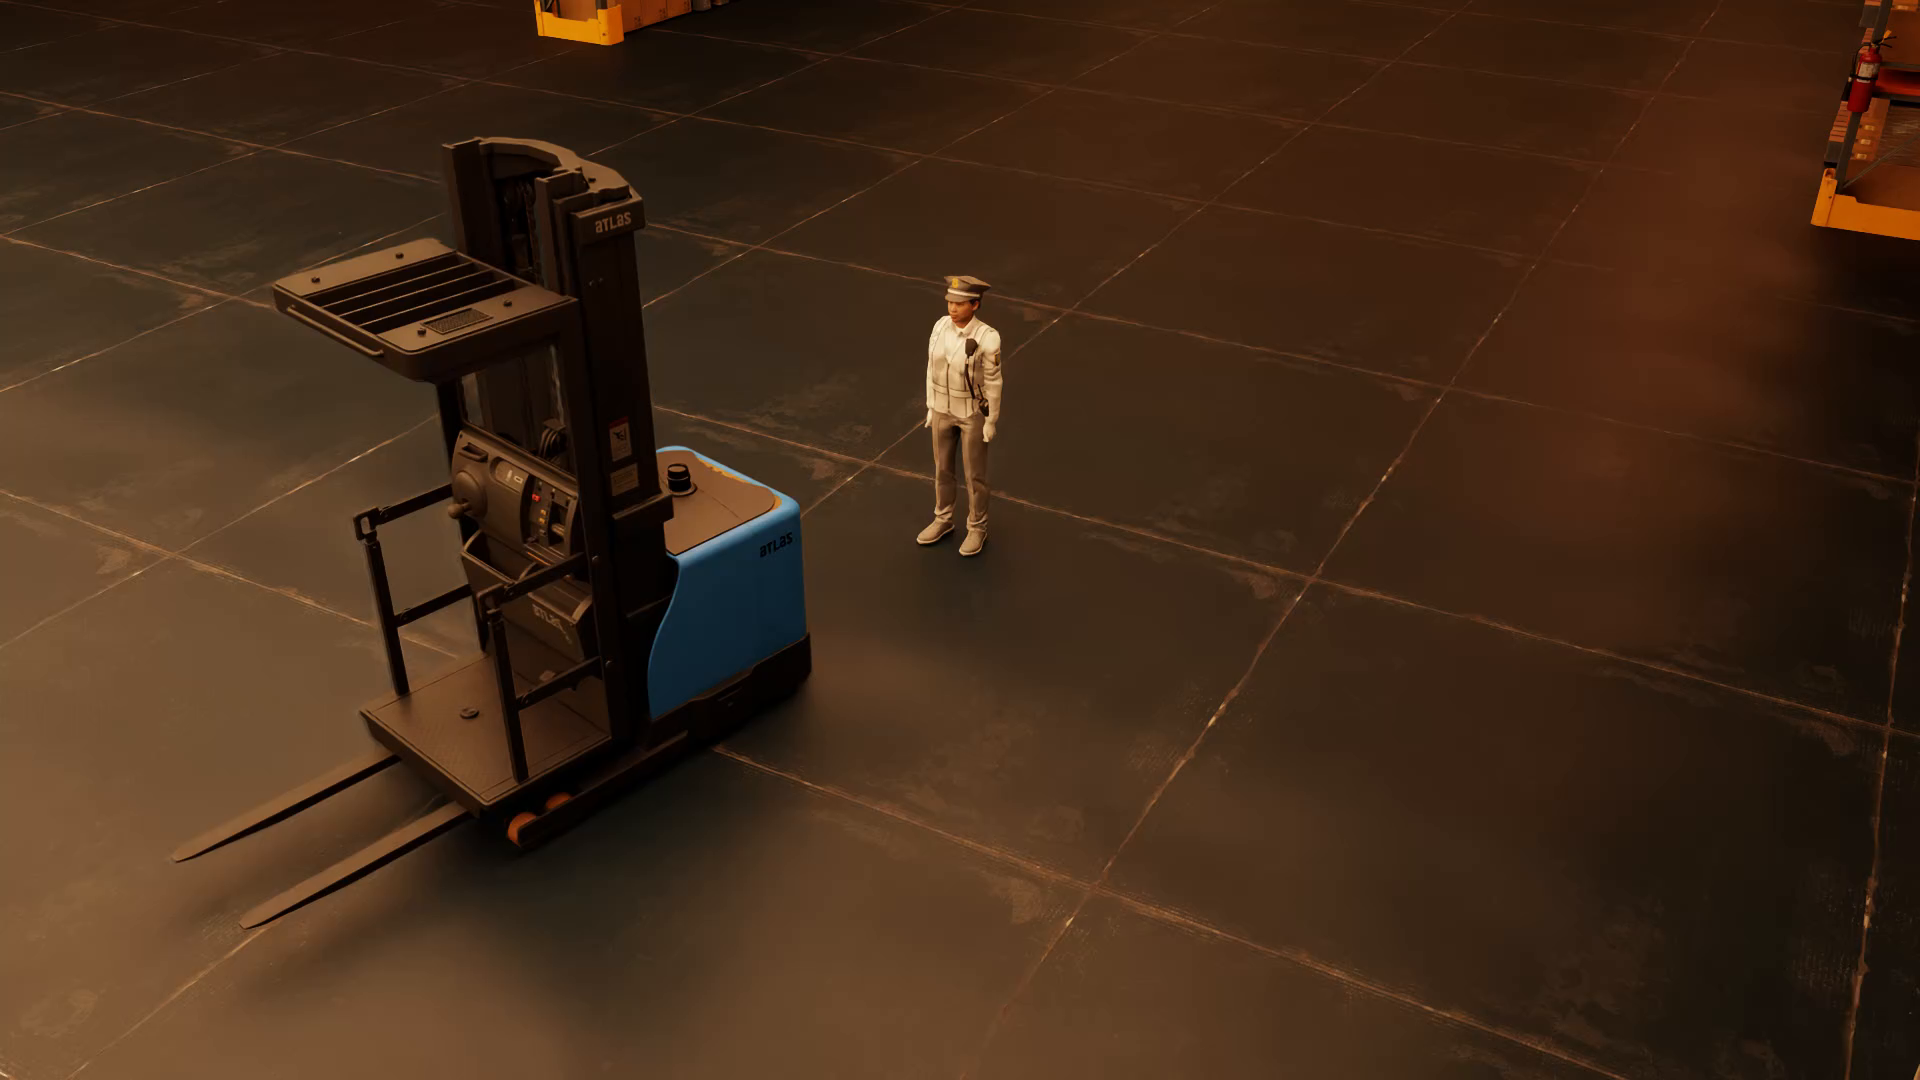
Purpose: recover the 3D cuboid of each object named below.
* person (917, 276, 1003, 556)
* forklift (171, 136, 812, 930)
[{"bbox_3d":[0.005,-0.729,9.579,0.461,1.694,0.353,15,33,25],"label":"person"},{"bbox_3d":[-2.144,-0.153,7.336,1.130,2.935,3.031,25,38,36],"label":"forklift"}]
